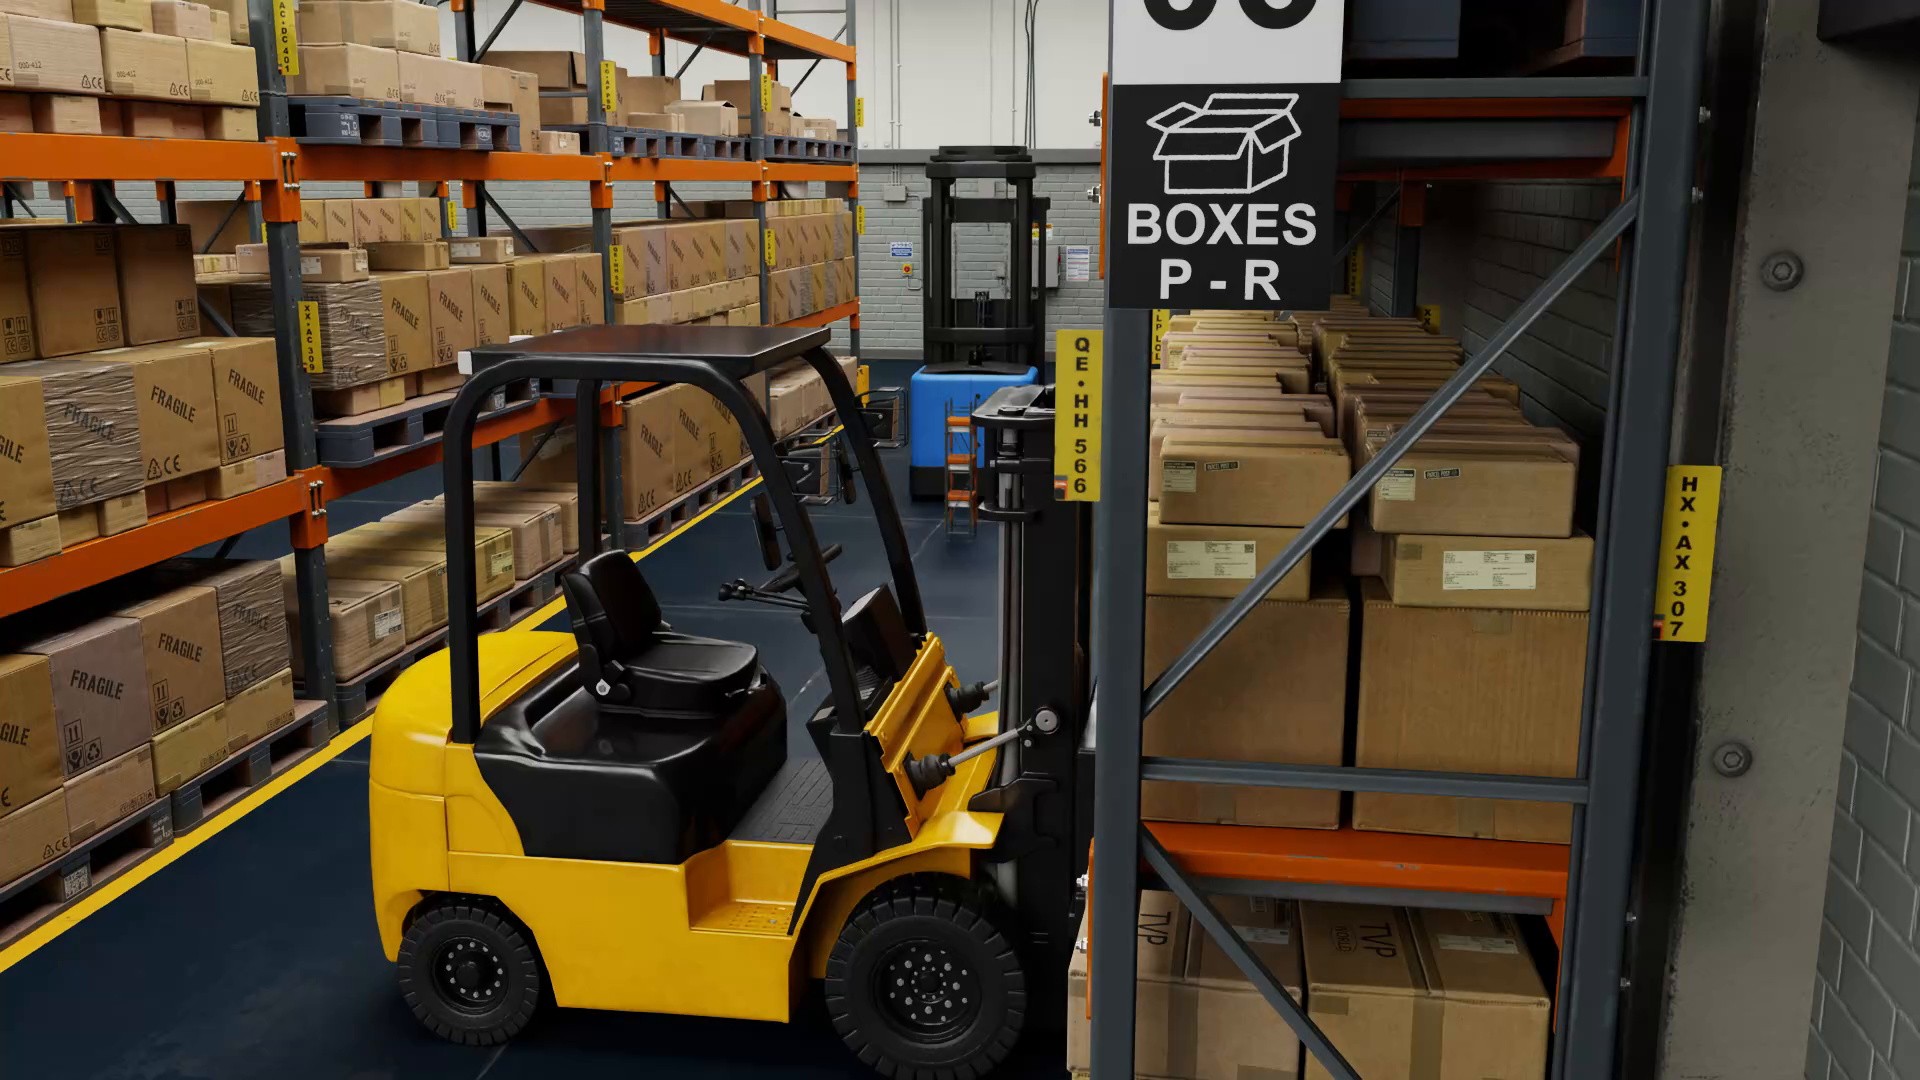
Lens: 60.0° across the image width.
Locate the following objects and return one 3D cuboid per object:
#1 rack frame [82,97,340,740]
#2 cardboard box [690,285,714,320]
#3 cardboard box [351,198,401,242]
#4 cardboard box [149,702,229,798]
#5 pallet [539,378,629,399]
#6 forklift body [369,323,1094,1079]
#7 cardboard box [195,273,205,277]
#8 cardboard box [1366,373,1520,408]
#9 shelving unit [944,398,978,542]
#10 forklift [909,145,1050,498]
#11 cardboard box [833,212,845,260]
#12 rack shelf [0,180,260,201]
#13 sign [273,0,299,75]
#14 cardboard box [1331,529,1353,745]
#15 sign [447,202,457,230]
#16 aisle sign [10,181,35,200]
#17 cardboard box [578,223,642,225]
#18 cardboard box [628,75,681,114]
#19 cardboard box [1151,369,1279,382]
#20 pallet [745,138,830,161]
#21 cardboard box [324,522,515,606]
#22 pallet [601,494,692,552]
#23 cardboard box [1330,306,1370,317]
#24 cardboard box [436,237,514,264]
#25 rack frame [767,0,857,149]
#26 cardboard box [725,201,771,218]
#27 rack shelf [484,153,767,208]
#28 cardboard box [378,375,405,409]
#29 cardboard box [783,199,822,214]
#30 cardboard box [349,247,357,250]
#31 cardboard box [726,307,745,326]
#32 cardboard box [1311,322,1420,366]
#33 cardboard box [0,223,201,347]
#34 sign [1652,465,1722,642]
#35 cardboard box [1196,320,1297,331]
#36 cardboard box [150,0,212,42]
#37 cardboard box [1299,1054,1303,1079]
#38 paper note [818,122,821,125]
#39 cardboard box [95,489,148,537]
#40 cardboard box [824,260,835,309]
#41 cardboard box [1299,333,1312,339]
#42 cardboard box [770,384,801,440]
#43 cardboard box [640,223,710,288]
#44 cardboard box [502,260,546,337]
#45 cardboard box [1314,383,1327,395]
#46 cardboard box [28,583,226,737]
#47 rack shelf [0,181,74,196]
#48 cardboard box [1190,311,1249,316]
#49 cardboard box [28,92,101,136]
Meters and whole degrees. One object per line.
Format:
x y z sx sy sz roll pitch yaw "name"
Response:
-3.526 -0.525 7.808 1.000 3.000 0.127 2 12 9 "rack frame"
-2.328 -1.942 13.554 0.500 0.250 0.500 2 12 10 "cardboard box"
-6.560 -3.528 18.426 0.500 0.500 0.500 3 12 12 "cardboard box"
-3.423 0.857 6.926 0.500 0.250 0.500 2 12 7 "cardboard box"
-2.915 -1.112 10.988 1.213 0.211 1.003 2 12 9 "pallet"
-0.747 0.429 5.397 2.313 2.155 1.214 2 12 9 "forklift body"
-7.149 -2.362 15.225 0.380 0.149 0.250 2 12 11 "cardboard box"
1.334 -0.373 4.622 0.380 0.149 0.250 2 12 7 "cardboard box"
0.008 -0.524 12.434 0.215 1.050 0.252 2 12 9 "shelving unit"
0.241 -2.047 15.033 1.130 2.935 3.031 1 12 6 "forklift"
-1.570 -3.343 18.273 0.500 0.500 0.500 2 12 9 "cardboard box"
-7.510 -3.028 14.010 1.077 0.370 4.000 2 12 9 "rack shelf"
-2.988 -2.228 7.363 0.100 0.325 0.005 2 12 9 "sign"
1.173 0.216 4.134 0.500 0.500 0.500 2 12 10 "cardboard box"
-6.042 -3.860 19.788 0.100 0.325 0.005 2 12 9 "sign"
-11.758 -4.639 20.730 0.394 0.787 0.004 2 12 9 "aisle sign"
-2.851 -2.326 13.558 0.500 0.500 0.500 2 12 8 "cardboard box"
-2.717 -3.736 14.357 0.500 0.500 0.500 2 12 8 "cardboard box"
0.708 -0.394 4.717 0.380 0.149 0.250 2 12 10 "cardboard box"
-1.969 -4.036 17.192 1.003 0.211 1.213 2 12 9 "pallet"
-3.235 0.151 9.914 0.950 0.372 0.625 2 12 11 "cardboard box"
-2.715 -0.156 12.716 1.003 0.211 1.213 2 12 9 "pallet"
2.073 -1.219 9.253 0.380 0.149 0.250 2 12 8 "cardboard box"
-2.883 -1.724 9.895 0.380 0.149 0.250 1 12 6 "cardboard box"
-1.680 -5.955 18.767 1.000 3.000 0.127 2 12 9 "rack frame"
-1.990 -3.102 15.617 0.380 0.149 0.250 2 12 8 "cardboard box"
-2.603 -2.888 13.363 1.077 0.370 4.000 2 12 9 "rack shelf"
-3.081 -0.764 8.516 0.380 0.149 0.250 2 12 10 "cardboard box"
-1.680 -3.529 17.597 0.380 0.149 0.250 2 12 10 "cardboard box"
-6.695 -2.826 17.541 0.500 0.500 0.500 2 12 7 "cardboard box"
-2.195 -1.909 14.588 0.500 0.250 0.500 2 12 8 "cardboard box"
1.549 -0.749 6.365 0.380 0.149 0.250 2 12 7 "cardboard box"
-3.808 -1.123 7.268 0.700 0.500 0.500 2 12 8 "cardboard box"
1.312 0.025 3.013 0.100 0.325 0.005 2 12 9 "sign"
1.104 -0.761 6.423 0.380 0.149 0.250 2 12 10 "cardboard box"
-3.323 -2.128 6.833 0.380 0.149 0.250 2 12 7 "cardboard box"
1.042 1.271 3.817 0.500 0.250 0.500 2 12 10 "cardboard box"
-1.428 -4.240 16.922 0.006 0.032 0.123 2 12 9 "paper note"
-3.427 -0.113 6.496 0.380 0.149 0.250 2 12 8 "cardboard box"
-1.654 -2.751 17.902 0.500 0.500 0.500 2 12 10 "cardboard box"
1.739 -0.851 7.545 0.380 0.149 0.250 1 12 7 "cardboard box"
-2.093 -1.270 16.351 0.875 0.438 0.875 2 12 8 "cardboard box"
-2.350 -2.305 13.460 0.500 0.500 0.500 2 12 10 "cardboard box"
-2.851 -1.440 10.116 0.500 0.500 0.500 1 12 5 "cardboard box"
1.399 -0.443 5.654 0.380 0.149 0.250 2 12 11 "cardboard box"
-3.428 0.485 6.871 0.500 0.500 0.500 2 12 10 "cardboard box"
-11.780 -4.042 18.717 1.077 0.370 4.000 2 12 9 "rack shelf"
1.344 -1.134 8.856 0.380 0.149 0.250 2 12 7 "cardboard box"
-3.445 -1.579 6.176 0.380 0.149 0.250 2 12 10 "cardboard box"
